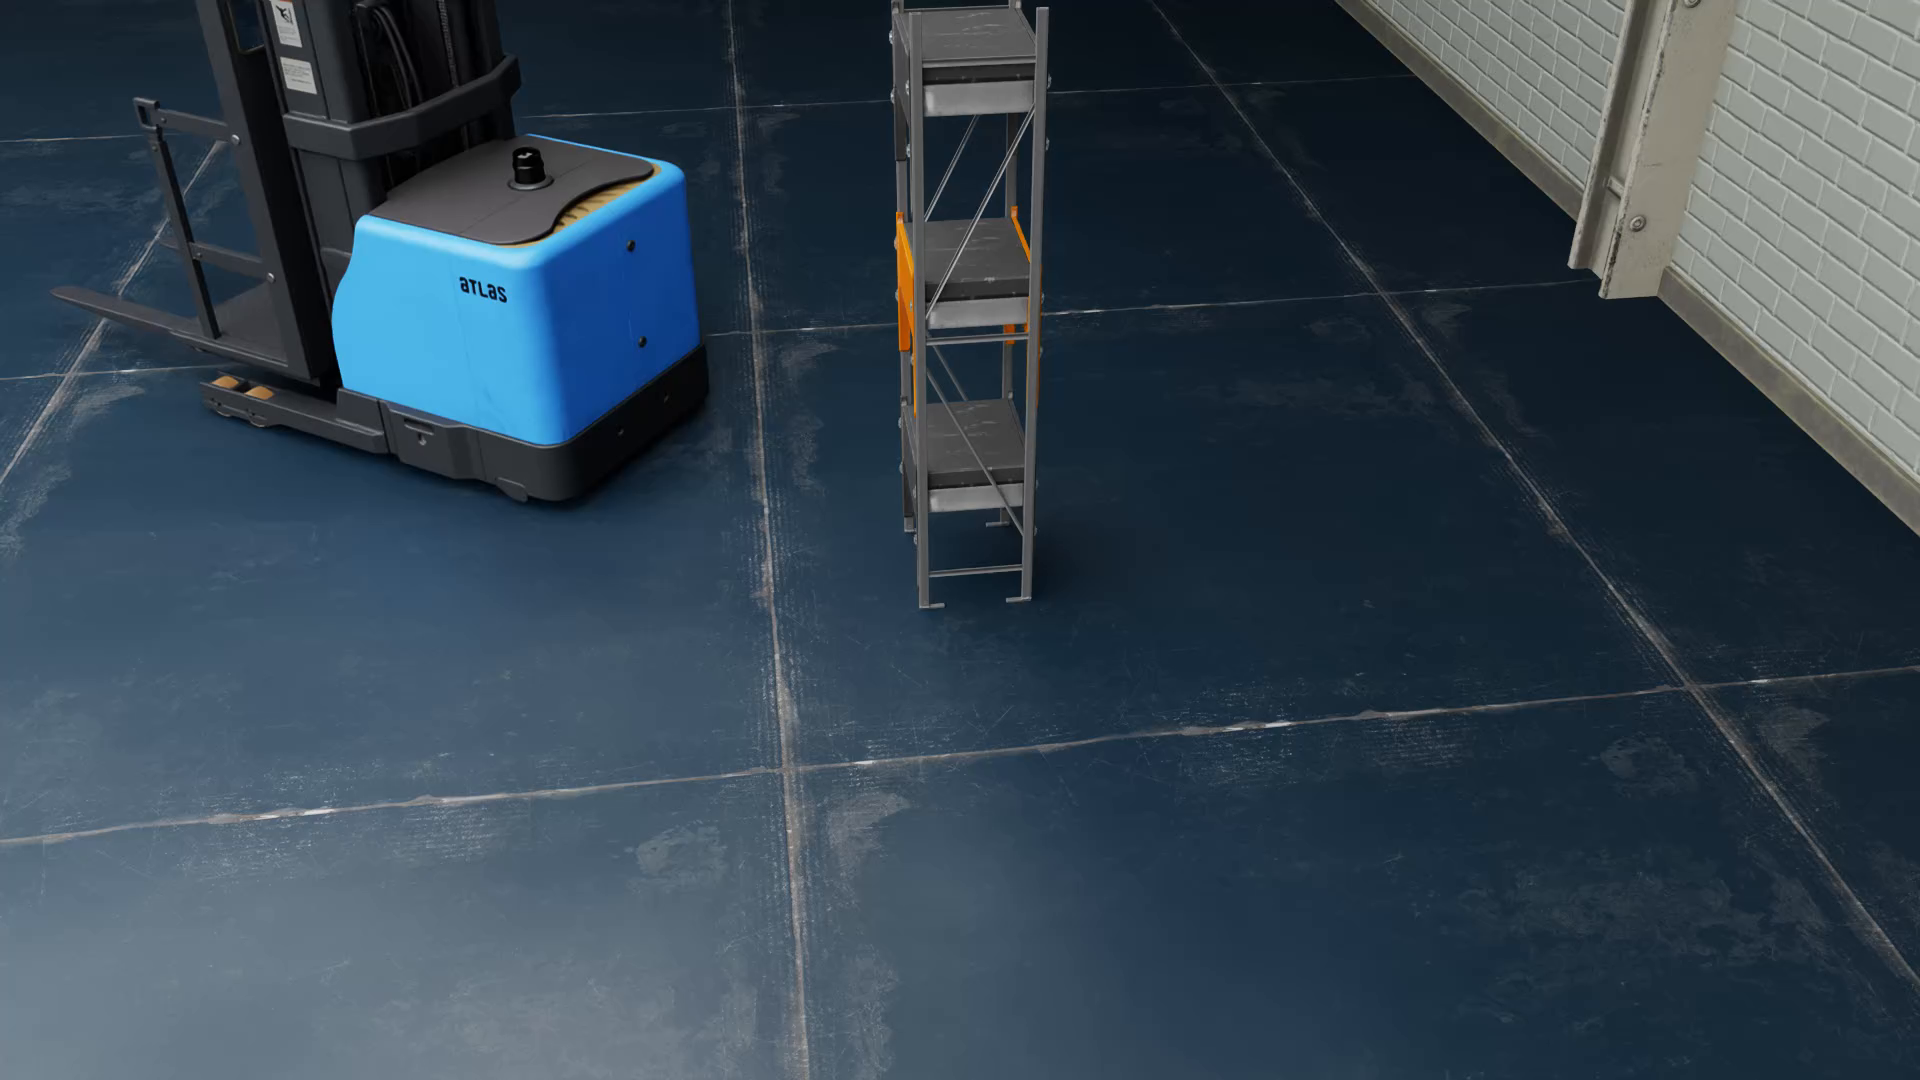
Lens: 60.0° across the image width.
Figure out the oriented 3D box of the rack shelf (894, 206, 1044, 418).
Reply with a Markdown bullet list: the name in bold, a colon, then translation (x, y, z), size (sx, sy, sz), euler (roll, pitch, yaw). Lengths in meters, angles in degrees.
- **rack shelf**: translation (0.022, -0.764, 5.531), size (0.431, 0.518, 0.480), euler (-4, 35, -6)

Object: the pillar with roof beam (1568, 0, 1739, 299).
- **pillar with roof beam**: translation (-1.070, -4.665, 5.105), size (9.100, 9.000, 0.400), euler (-4, 35, -6)

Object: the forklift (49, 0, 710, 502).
- **forklift**: translation (-2.611, -1.929, 6.478), size (3.031, 2.935, 1.130), euler (16, 37, 22)

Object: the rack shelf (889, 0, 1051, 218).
- **rack shelf**: translation (0.022, -1.342, 5.137), size (0.431, 0.518, 0.480), euler (-4, 35, -6)

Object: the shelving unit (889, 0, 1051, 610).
- **shelving unit**: translation (0.022, -0.775, 5.523), size (0.431, 2.100, 0.503), euler (-4, 35, -6)

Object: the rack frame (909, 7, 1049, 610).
- **rack frame**: translation (0.055, -0.639, 5.323), size (0.400, 2.100, 0.015), euler (-4, 35, -6)

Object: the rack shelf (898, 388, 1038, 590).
- **rack shelf**: translation (0.022, -0.186, 5.925), size (0.431, 0.518, 0.480), euler (-4, 35, -6)

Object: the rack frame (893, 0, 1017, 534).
- **rack frame**: translation (-0.011, -0.911, 5.723), size (0.400, 2.100, 0.015), euler (-4, 35, -6)
